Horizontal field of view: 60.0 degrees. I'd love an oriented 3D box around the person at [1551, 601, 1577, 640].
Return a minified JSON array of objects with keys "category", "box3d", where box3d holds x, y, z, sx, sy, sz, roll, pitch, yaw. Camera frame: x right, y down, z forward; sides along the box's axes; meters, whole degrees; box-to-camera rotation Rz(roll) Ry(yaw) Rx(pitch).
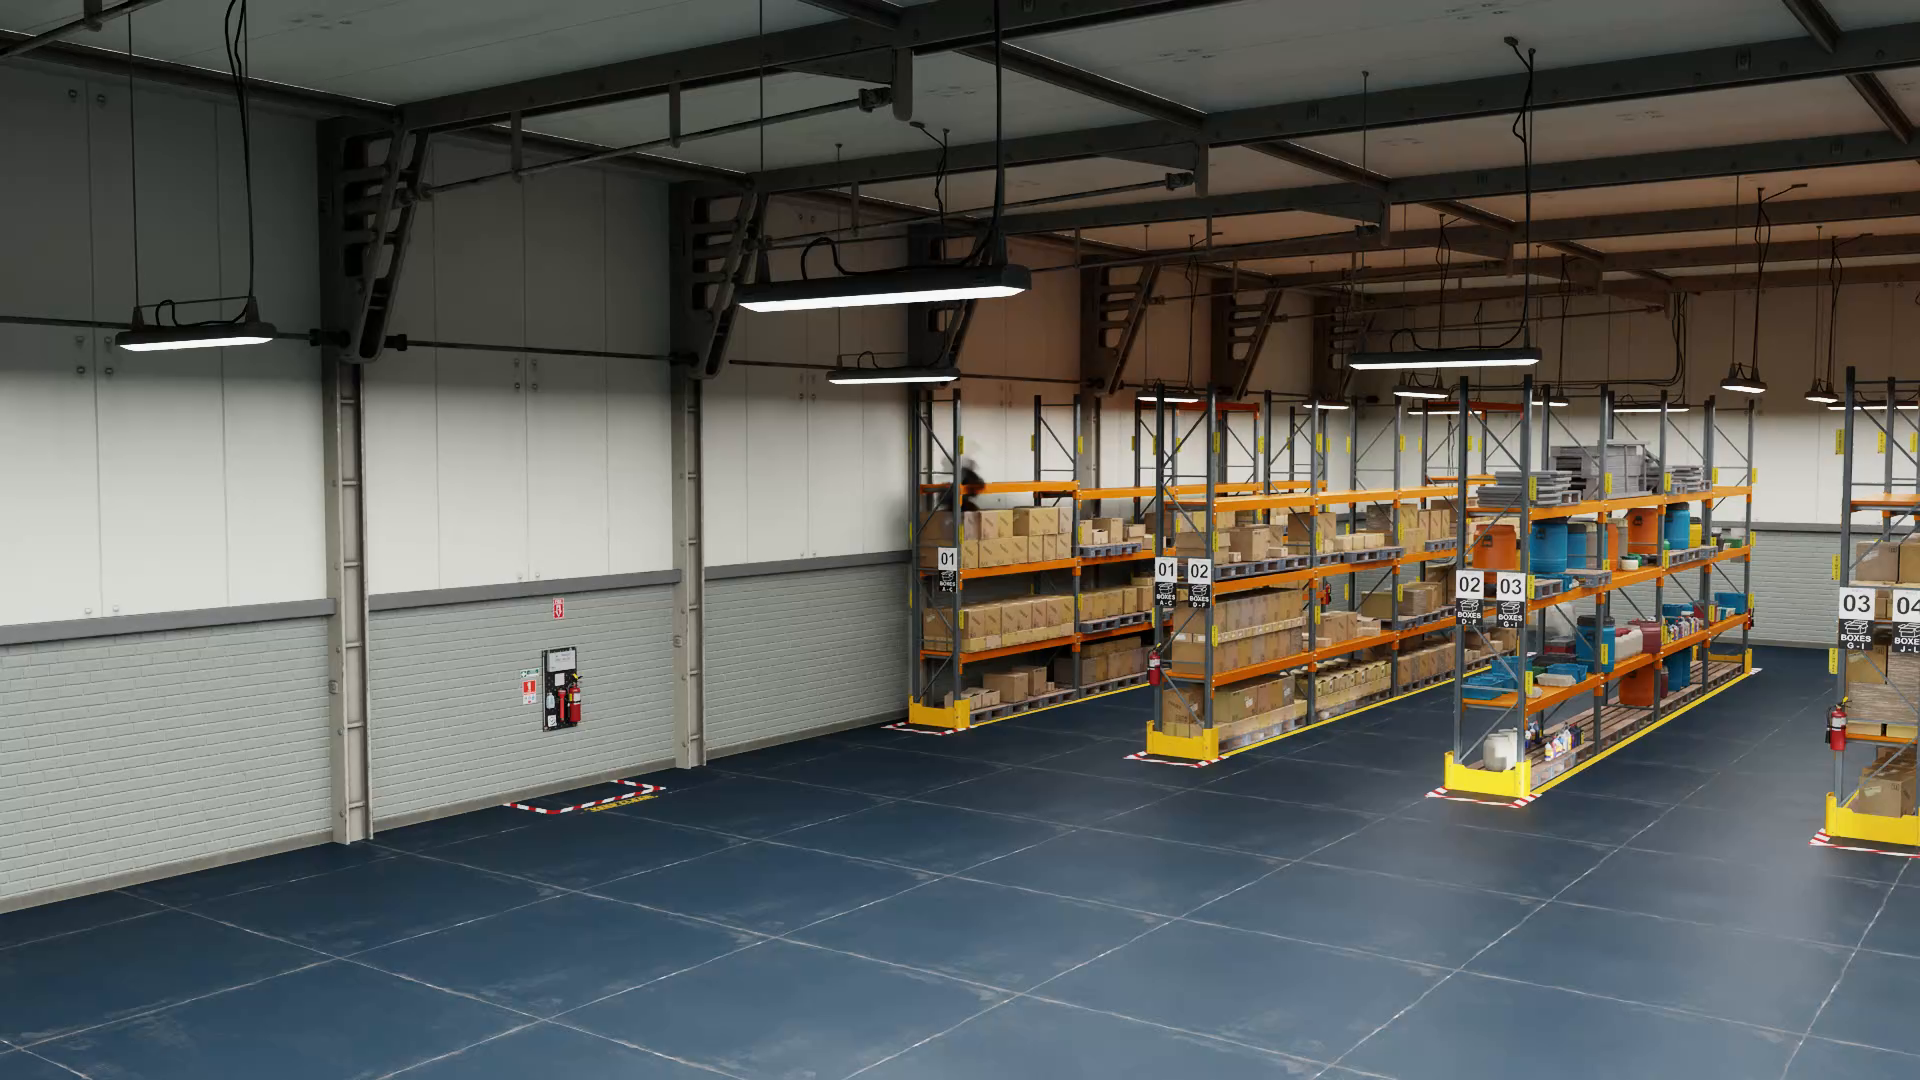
[{"category":"person","box3d":[14.130,1.972,38.894,0.625,1.653,0.855,0,3,2]}]
